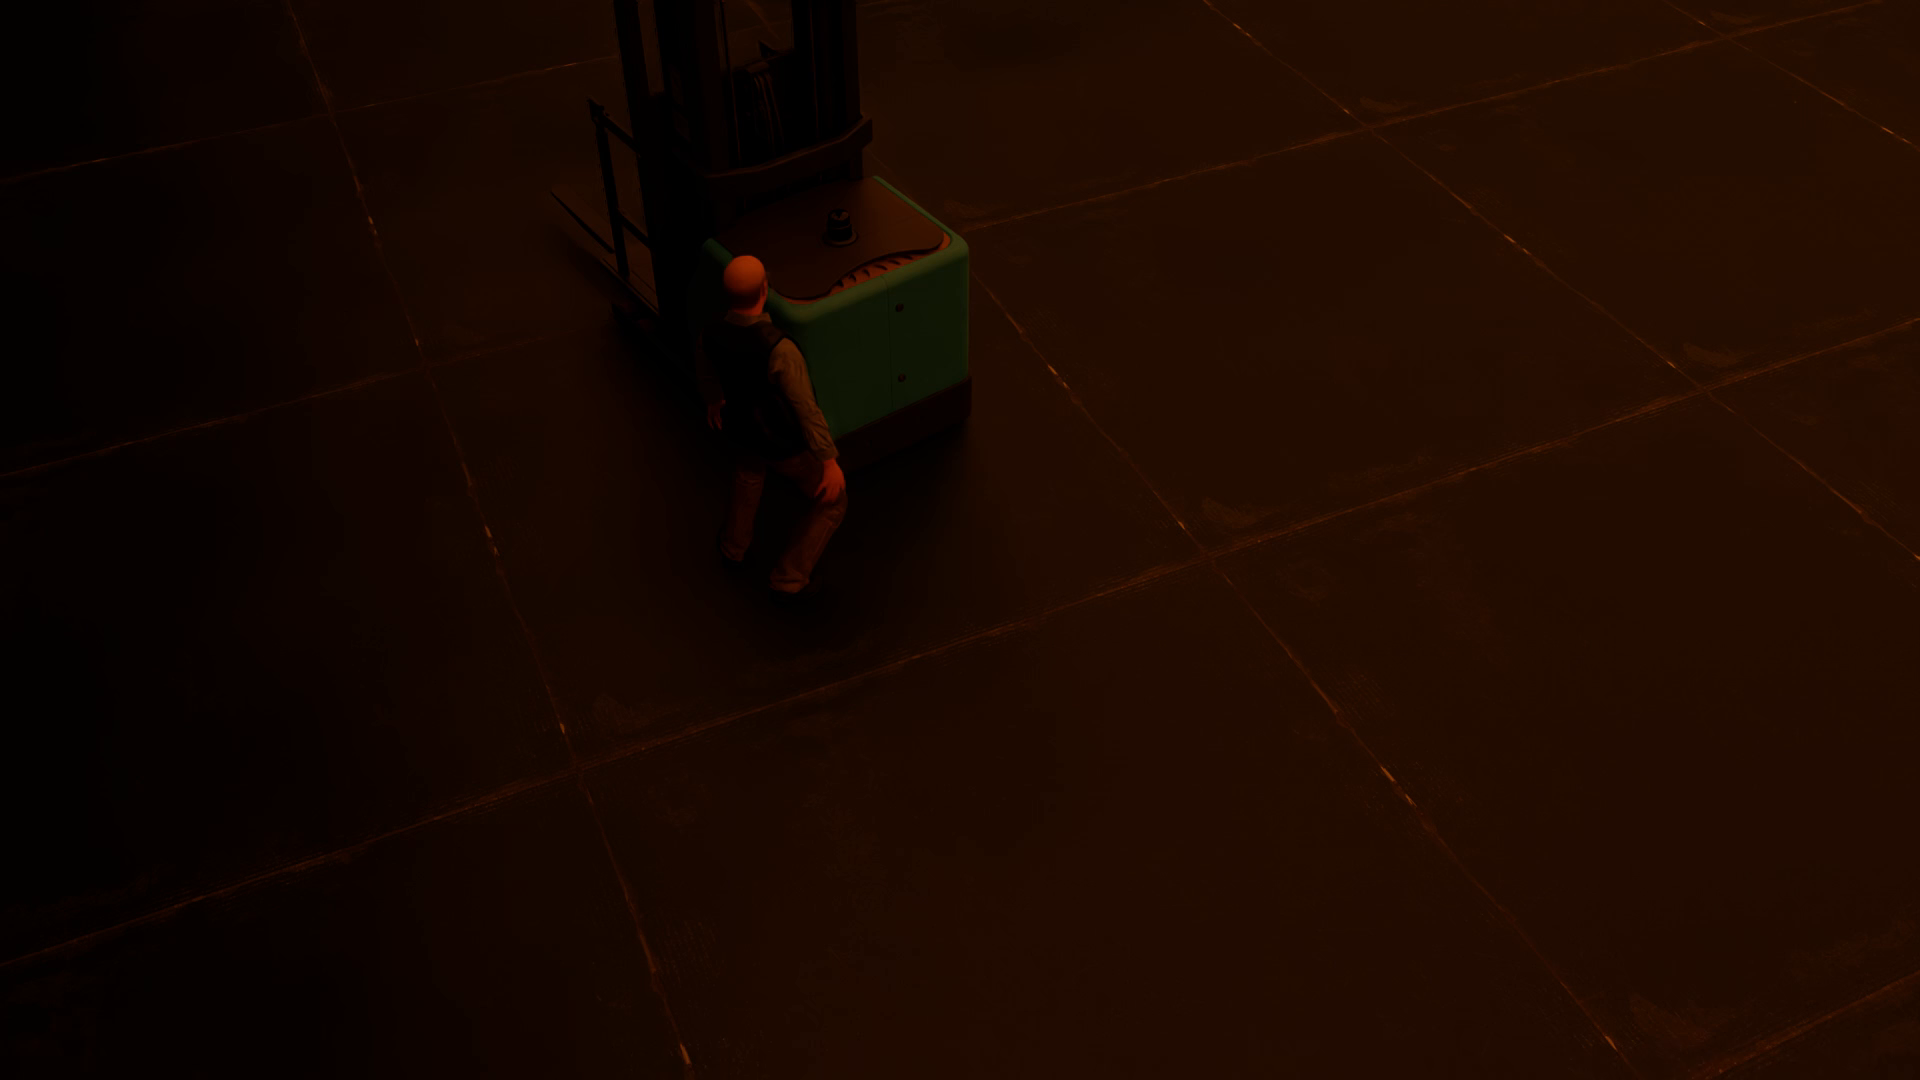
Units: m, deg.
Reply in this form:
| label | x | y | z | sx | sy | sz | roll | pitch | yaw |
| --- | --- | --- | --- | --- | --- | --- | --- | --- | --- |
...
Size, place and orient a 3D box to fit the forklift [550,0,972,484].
| label | x | y | z | sx | sy | sz | roll | pitch | yaw |
| --- | --- | --- | --- | --- | --- | --- | --- | --- | --- |
| forklift | -1.225 | -2.279 | 8.122 | 1.130 | 2.935 | 3.031 | -27 | 49 | -26 |

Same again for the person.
| label | x | y | z | sx | sy | sz | roll | pitch | yaw |
| --- | --- | --- | --- | --- | --- | --- | --- | --- | --- |
| person | -0.804 | -0.444 | 7.110 | 0.870 | 1.641 | 0.482 | 30 | 51 | 28 |
